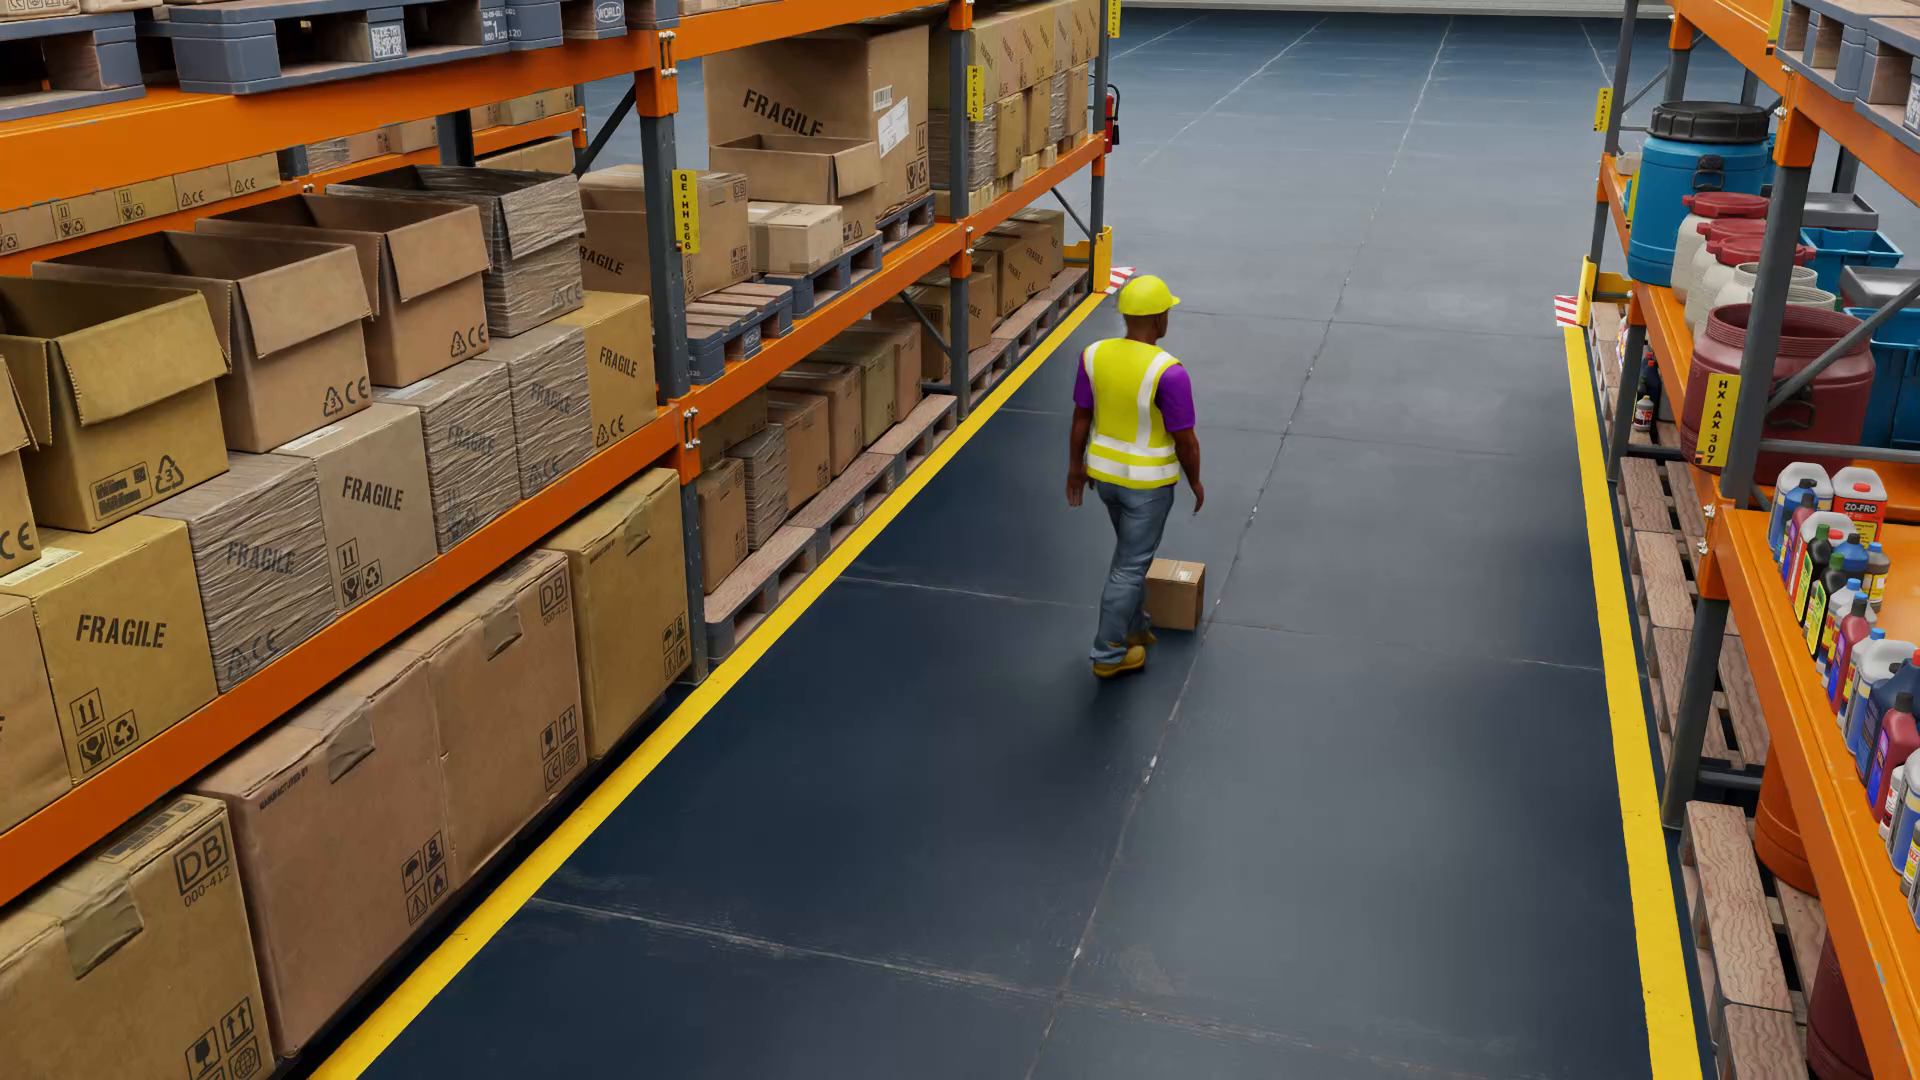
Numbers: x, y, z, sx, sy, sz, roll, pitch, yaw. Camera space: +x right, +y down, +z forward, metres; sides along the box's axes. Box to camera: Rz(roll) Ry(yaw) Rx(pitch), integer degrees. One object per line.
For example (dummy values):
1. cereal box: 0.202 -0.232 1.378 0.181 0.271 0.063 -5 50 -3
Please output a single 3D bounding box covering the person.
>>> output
1. person: 0.783 -0.248 7.234 0.602 1.828 0.596 -18 28 -38
